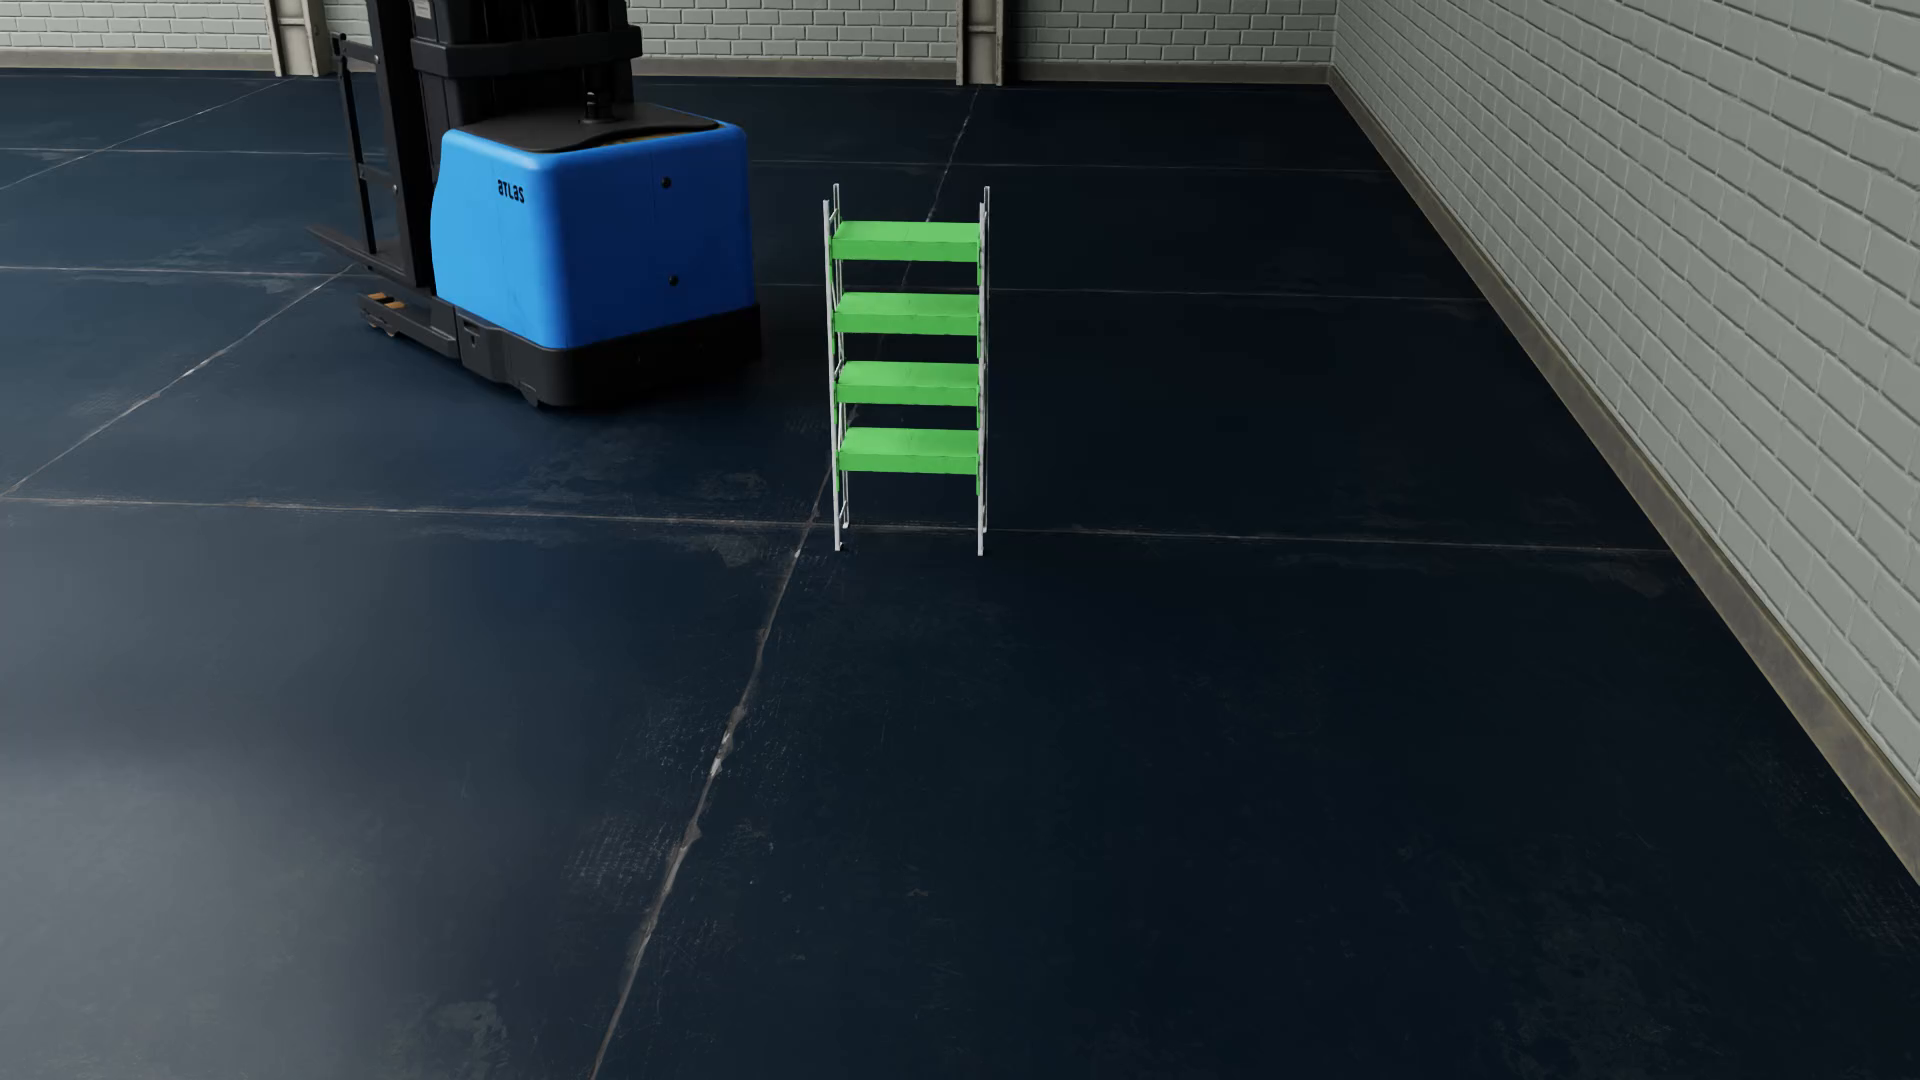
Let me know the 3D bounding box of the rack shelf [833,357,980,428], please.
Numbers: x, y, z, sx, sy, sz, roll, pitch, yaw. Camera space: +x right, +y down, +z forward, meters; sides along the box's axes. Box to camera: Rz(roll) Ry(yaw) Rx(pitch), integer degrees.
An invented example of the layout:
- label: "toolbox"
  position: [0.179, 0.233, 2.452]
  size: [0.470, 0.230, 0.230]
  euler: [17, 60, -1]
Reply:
- label: "rack shelf"
  position: [-0.165, -0.492, 5.537]
  size: [0.480, 0.148, 0.258]
  euler: [2, 25, 4]

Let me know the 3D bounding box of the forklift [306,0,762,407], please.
- label: "forklift"
  position: [-2.225, -2.409, 7.479]
  size: [1.130, 2.935, 3.031]
  euler: [-20, 32, -37]

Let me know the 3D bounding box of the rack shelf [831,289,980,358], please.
- label: "rack shelf"
  position: [-0.165, -0.710, 5.437]
  size: [0.480, 0.148, 0.258]
  euler: [2, 25, 4]

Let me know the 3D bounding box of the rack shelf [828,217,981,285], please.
- label: "rack shelf"
  position: [-0.165, -0.928, 5.337]
  size: [0.480, 0.148, 0.258]
  euler: [2, 25, 4]

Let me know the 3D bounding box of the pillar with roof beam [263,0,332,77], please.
- label: "pillar with roof beam"
  position: [-6.133, -6.426, 8.950]
  size: [0.400, 9.000, 9.100]
  euler: [2, 25, 4]

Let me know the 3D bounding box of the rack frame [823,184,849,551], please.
- label: "rack frame"
  position: [-0.408, -0.558, 5.528]
  size: [0.015, 1.200, 0.240]
  euler: [2, 25, 4]

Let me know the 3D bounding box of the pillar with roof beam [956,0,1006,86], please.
- label: "pillar with roof beam"
  position: [-0.151, -6.234, 8.533]
  size: [0.400, 9.000, 9.100]
  euler: [2, 25, 4]

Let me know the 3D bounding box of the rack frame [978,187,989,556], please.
- label: "rack frame"
  position: [0.078, -0.543, 5.494]
  size: [0.015, 1.200, 0.240]
  euler: [2, 25, 4]

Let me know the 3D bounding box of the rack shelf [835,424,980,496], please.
- label: "rack shelf"
  position: [-0.165, -0.274, 5.638]
  size: [0.480, 0.148, 0.258]
  euler: [2, 25, 4]

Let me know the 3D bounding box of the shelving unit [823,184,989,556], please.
- label: "shelving unit"
  position: [-0.165, -0.550, 5.511]
  size: [0.503, 1.200, 0.258]
  euler: [2, 25, 4]
